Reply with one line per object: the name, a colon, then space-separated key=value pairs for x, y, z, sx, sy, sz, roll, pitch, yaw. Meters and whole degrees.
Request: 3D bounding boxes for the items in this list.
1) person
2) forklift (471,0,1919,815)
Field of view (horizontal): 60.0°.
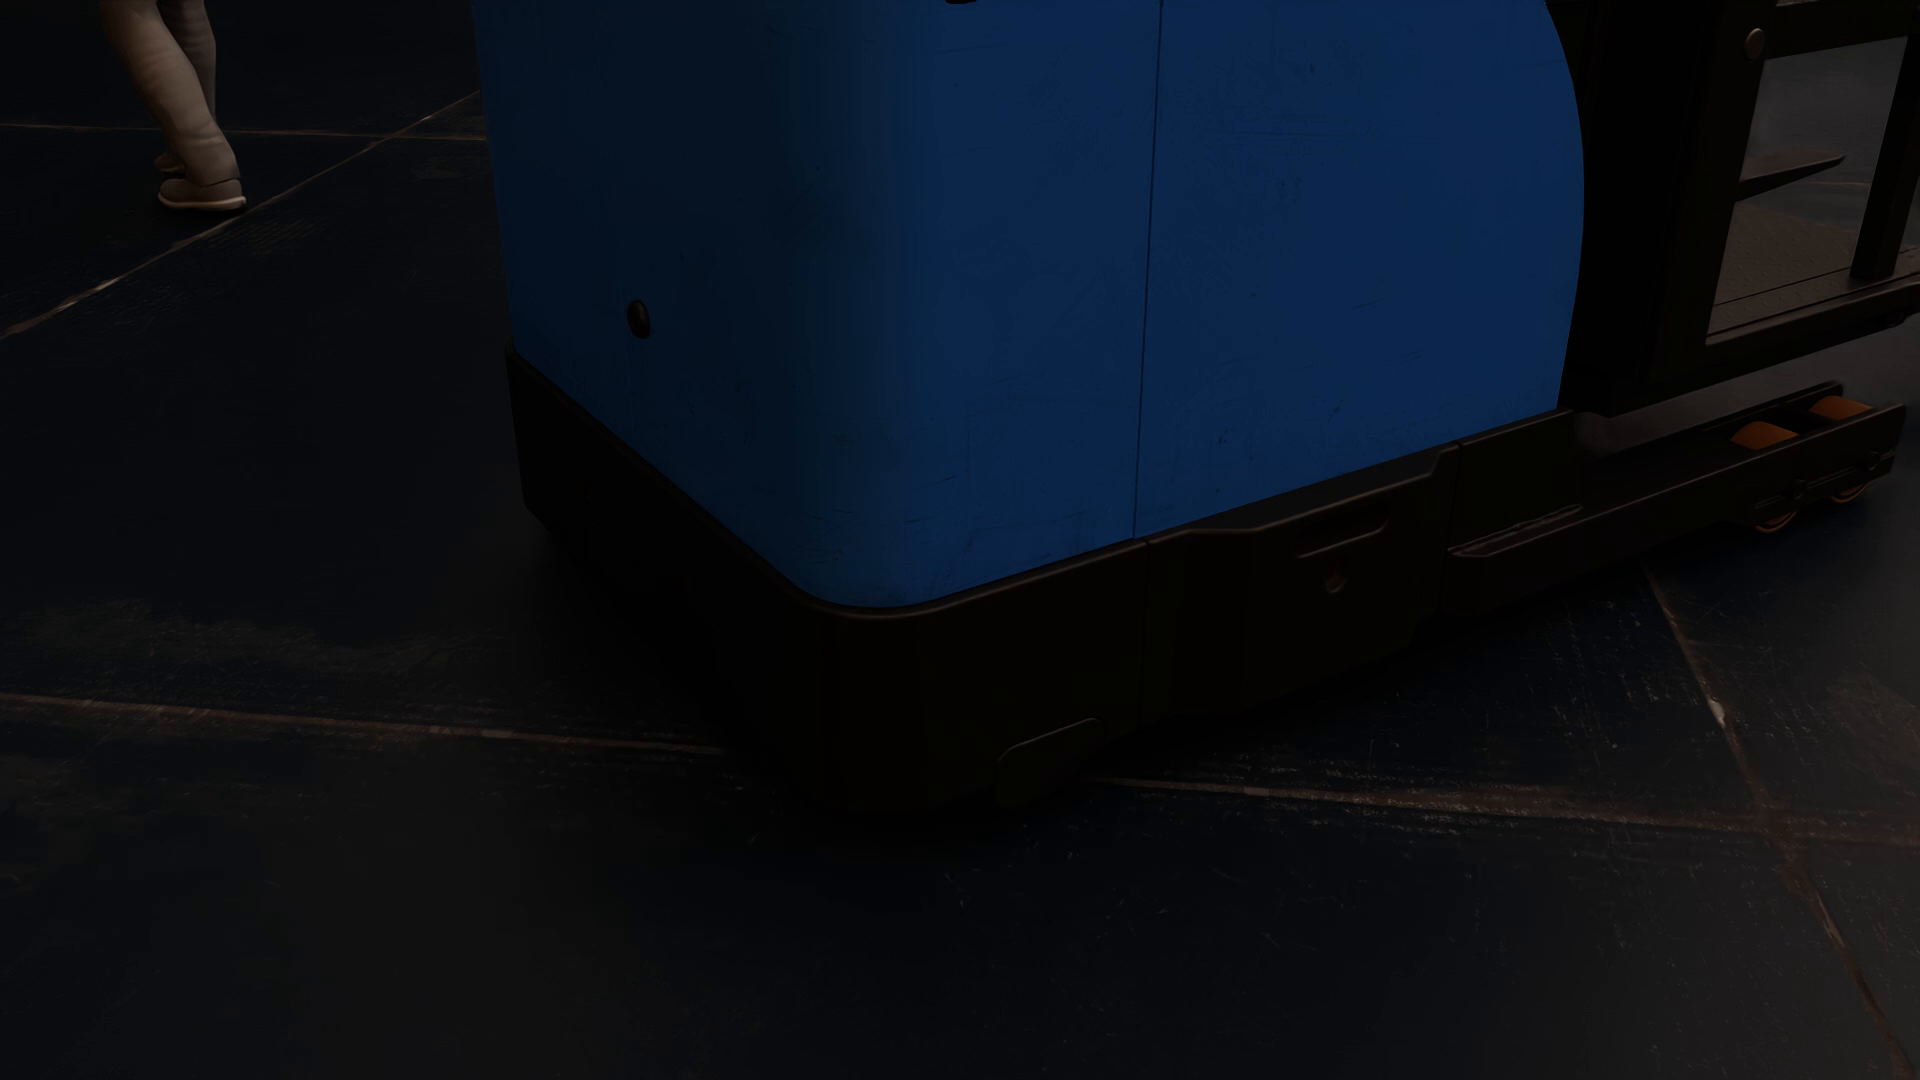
person: x=-1.984 y=-1.639 z=3.995 sx=0.689 sy=1.658 sz=0.912 roll=18 pitch=32 yaw=32
forklift: x=0.869 y=-1.503 z=2.229 sx=3.031 sy=2.935 sz=1.130 roll=-16 pitch=31 yaw=-29
